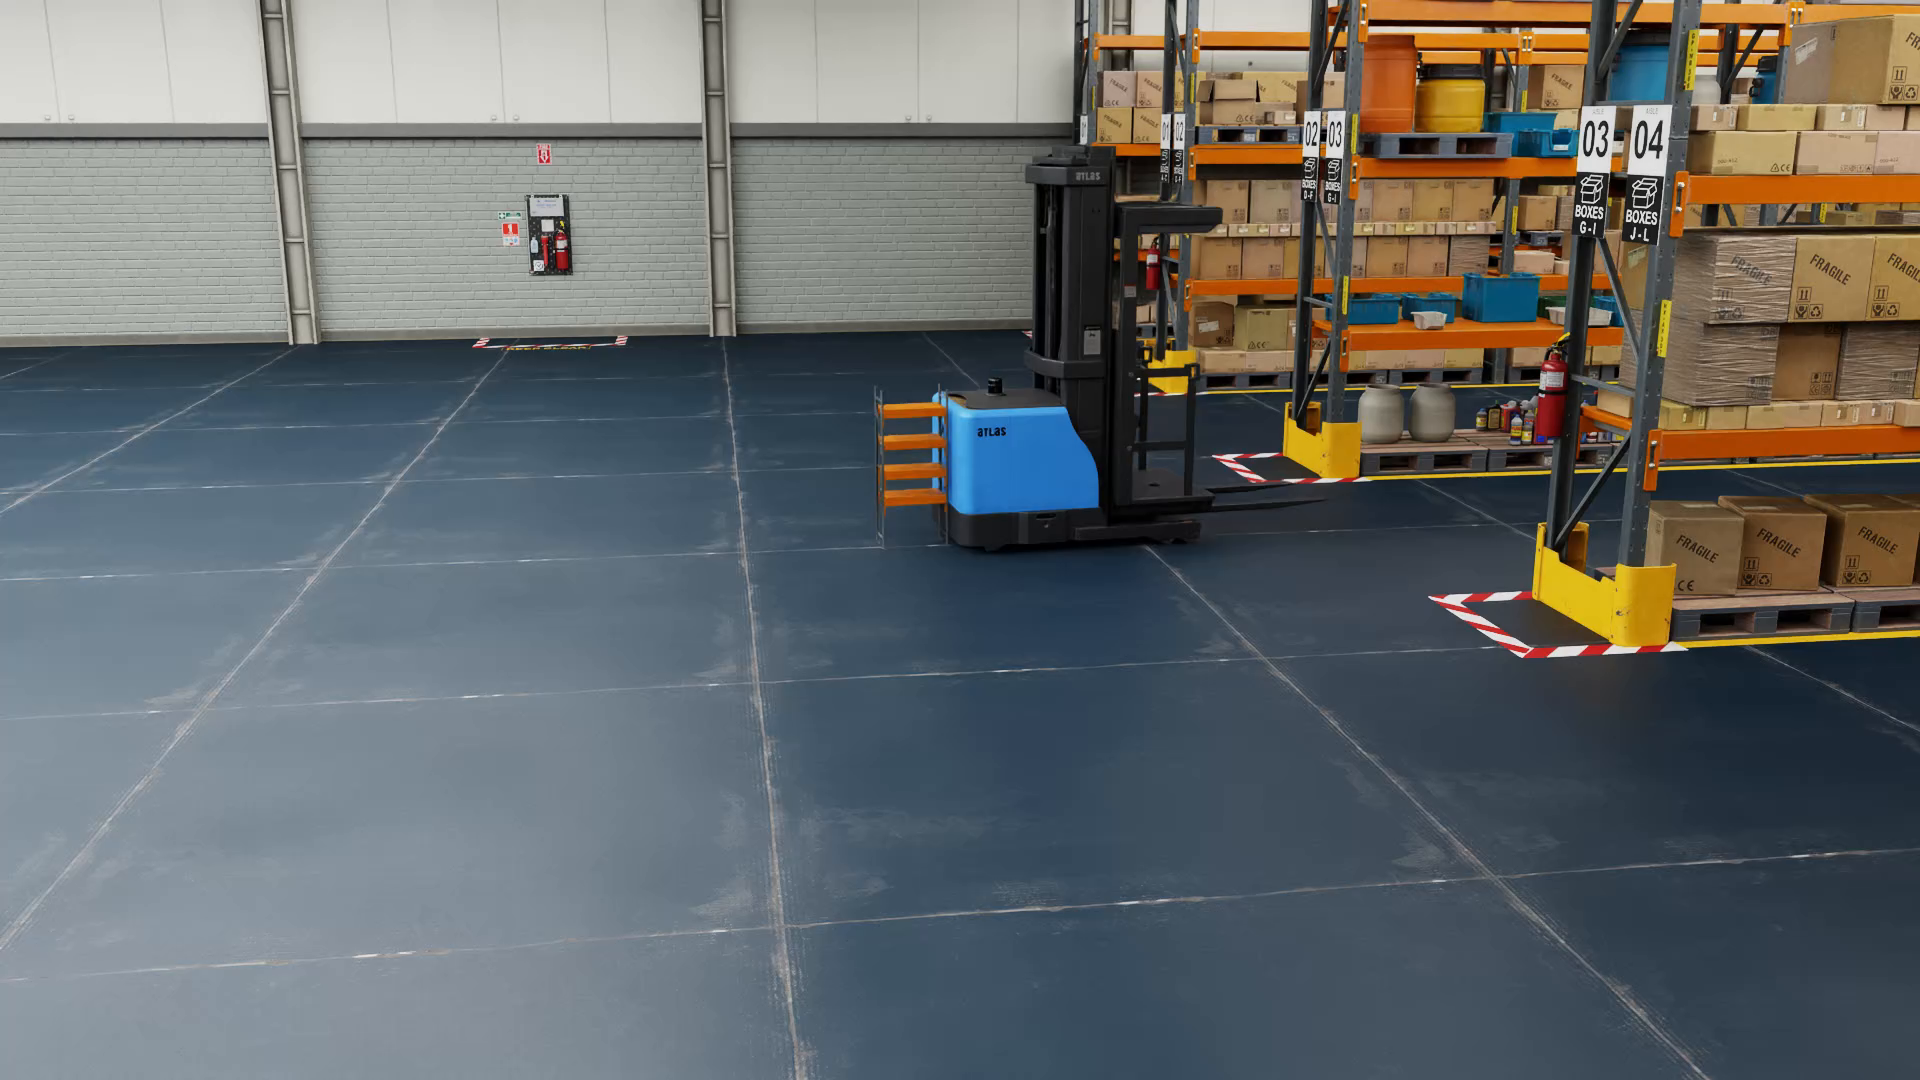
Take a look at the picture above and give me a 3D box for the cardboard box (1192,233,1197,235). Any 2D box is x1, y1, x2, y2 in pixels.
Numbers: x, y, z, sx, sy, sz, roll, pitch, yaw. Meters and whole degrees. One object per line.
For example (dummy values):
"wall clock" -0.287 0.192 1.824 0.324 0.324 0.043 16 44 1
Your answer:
"cardboard box" 2.899 -3.750 19.970 0.250 0.149 0.380 -2 14 -9

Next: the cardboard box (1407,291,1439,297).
"cardboard box" 6.992 -3.726 25.647 0.500 0.500 0.700 -2 14 -9

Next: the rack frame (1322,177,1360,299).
"rack frame" 5.763 -4.664 25.152 0.127 3.000 1.000 -2 14 -8

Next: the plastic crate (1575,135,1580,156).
"plastic crate" 5.638 -3.641 15.343 0.450 0.188 0.336 -2 14 -8

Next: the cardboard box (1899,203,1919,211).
"cardboard box" 14.935 -5.140 26.434 0.700 0.700 0.980 -2 14 -10

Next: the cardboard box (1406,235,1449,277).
"cardboard box" 5.546 -3.483 20.236 0.500 0.500 0.700 -2 14 -9

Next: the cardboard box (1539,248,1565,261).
"cardboard box" 7.347 -3.483 20.720 0.258 0.266 0.396 -2 14 -10

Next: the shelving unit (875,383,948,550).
"shelving unit" -0.361 -0.549 12.445 0.503 1.200 0.258 -4 15 -14

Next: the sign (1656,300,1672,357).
"sign" 4.102 -1.234 9.695 0.005 0.325 0.100 -2 14 -8

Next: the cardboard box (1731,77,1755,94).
"cardboard box" 12.240 -7.010 25.690 0.500 0.250 0.500 -3 14 -10

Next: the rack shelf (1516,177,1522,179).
"rack shelf" 8.482 -4.651 20.413 4.000 0.370 1.077 -2 14 -8

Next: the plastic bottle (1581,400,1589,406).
"plastic bottle" 6.052 -1.220 16.125 0.097 0.271 0.097 0 14 0

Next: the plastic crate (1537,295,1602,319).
"plastic crate" 5.854 -2.197 15.750 0.662 0.188 0.450 -2 14 -8

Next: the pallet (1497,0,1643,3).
"pallet" 5.219 -4.823 14.666 1.213 0.211 1.003 -2 14 -8

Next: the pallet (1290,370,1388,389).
"pallet" 4.503 -2.056 20.486 1.213 0.211 1.003 -2 14 -8

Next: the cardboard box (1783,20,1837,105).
"cardboard box" 5.516 -2.952 10.314 0.500 0.500 0.500 -2 14 -8

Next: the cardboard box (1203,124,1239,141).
"cardboard box" 3.751 -6.039 24.223 0.500 0.500 0.500 -1 14 -5

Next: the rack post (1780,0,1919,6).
"rack post" 9.173 -5.380 15.262 3.121 1.000 1.013 -2 14 -8

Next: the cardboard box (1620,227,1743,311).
"cardboard box" 4.528 -1.701 10.467 0.500 0.500 0.500 -2 14 -8

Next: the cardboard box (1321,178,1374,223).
"cardboard box" 4.578 -4.078 19.943 0.500 0.500 0.700 -2 14 -8

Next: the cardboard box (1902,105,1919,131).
"cardboard box" 5.619 -2.513 9.899 0.250 0.149 0.380 -3 14 -11

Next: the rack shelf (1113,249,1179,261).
"rack shelf" 3.785 -4.242 24.950 4.000 0.370 1.077 -2 14 -8

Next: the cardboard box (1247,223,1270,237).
"cardboard box" 3.477 -3.672 19.657 0.250 0.149 0.380 -2 14 -8

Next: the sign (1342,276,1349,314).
"sign" 3.361 -2.137 14.510 0.005 0.325 0.100 -2 14 -8

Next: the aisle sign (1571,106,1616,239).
"aisle sign" 3.915 -2.275 10.283 0.004 0.787 0.394 -2 14 -8

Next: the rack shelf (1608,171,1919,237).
"rack shelf" 5.999 -2.123 10.333 4.000 0.370 1.077 -2 14 -8

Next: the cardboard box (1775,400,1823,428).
"cardboard box" 5.082 -0.799 10.259 0.250 0.149 0.380 -2 14 -8

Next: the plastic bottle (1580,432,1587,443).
"plastic bottle" 5.761 -1.040 15.406 0.097 0.271 0.097 0 14 0

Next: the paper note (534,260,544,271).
"paper note" -6.197 -4.037 24.465 0.142 0.148 0.016 -2 14 -8

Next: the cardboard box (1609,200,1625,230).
"cardboard box" 10.237 -4.967 25.504 0.500 0.500 0.500 -2 14 -7

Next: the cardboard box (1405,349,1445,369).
"cardboard box" 5.583 -2.257 20.345 0.500 0.250 0.500 -2 14 -8

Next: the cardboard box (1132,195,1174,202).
"cardboard box" 2.815 -4.780 24.341 0.500 0.500 0.500 -2 14 -8

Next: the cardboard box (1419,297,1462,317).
"cardboard box" 5.999 -2.765 20.826 0.500 0.500 0.500 -2 14 -8

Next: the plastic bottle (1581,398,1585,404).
"plastic bottle" 6.023 -1.244 16.197 0.133 0.283 0.061 -1 14 -6

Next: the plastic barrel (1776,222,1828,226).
"plastic barrel" 7.666 -2.465 15.354 0.708 0.901 0.600 -2 14 -8

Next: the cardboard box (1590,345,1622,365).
"cardboard box" 7.958 -2.335 20.655 0.500 0.250 0.500 -3 14 -10

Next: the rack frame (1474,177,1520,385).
"rack frame" 6.505 -3.472 20.401 0.127 3.000 1.000 -2 14 -8

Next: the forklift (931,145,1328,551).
"forklift" 1.347 -1.512 12.725 3.031 2.935 1.130 -4 15 -14

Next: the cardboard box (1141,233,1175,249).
"cardboard box" 2.849 -4.419 24.444 0.500 0.250 0.500 -3 14 -10

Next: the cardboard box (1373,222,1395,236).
"cardboard box" 5.012 -3.728 19.883 0.250 0.149 0.380 -2 14 -7

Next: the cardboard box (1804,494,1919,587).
"cardboard box" 5.849 -0.002 10.840 0.500 0.500 0.500 -1 14 -3

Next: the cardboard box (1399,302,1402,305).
"cardboard box" 5.582 -2.621 20.255 0.500 0.500 0.500 -2 14 -8

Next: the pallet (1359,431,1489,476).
"pallet" 4.156 -0.825 15.579 1.213 0.211 1.003 -2 14 -8

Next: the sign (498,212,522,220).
"sign" -6.568 -4.732 24.259 0.331 0.109 0.001 -2 14 -8

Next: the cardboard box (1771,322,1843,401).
"cardboard box" 5.046 -1.197 10.513 0.500 0.500 0.875 -2 14 -8

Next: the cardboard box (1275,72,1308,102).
"cardboard box" 4.765 -6.556 24.228 0.500 0.500 0.500 -1 14 -5

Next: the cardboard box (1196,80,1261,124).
"cardboard box" 3.118 -5.124 19.456 0.637 0.503 0.797 -1 14 -4

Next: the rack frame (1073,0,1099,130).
"rack frame" 1.808 -7.429 23.844 0.127 3.000 1.000 -2 14 -8

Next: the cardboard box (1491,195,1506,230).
"cardboard box" 8.026 -5.001 25.385 0.500 0.500 0.700 -2 14 -8

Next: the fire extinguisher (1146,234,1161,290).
"fire extinguisher" 2.363 -3.397 20.261 0.183 0.674 0.296 -2 14 -8

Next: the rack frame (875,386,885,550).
"rack frame" -0.597 -0.534 12.386 0.015 1.200 0.240 -4 15 -14

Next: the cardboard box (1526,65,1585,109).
"cardboard box" 7.120 -5.435 19.963 0.500 0.500 0.500 -2 14 -8
